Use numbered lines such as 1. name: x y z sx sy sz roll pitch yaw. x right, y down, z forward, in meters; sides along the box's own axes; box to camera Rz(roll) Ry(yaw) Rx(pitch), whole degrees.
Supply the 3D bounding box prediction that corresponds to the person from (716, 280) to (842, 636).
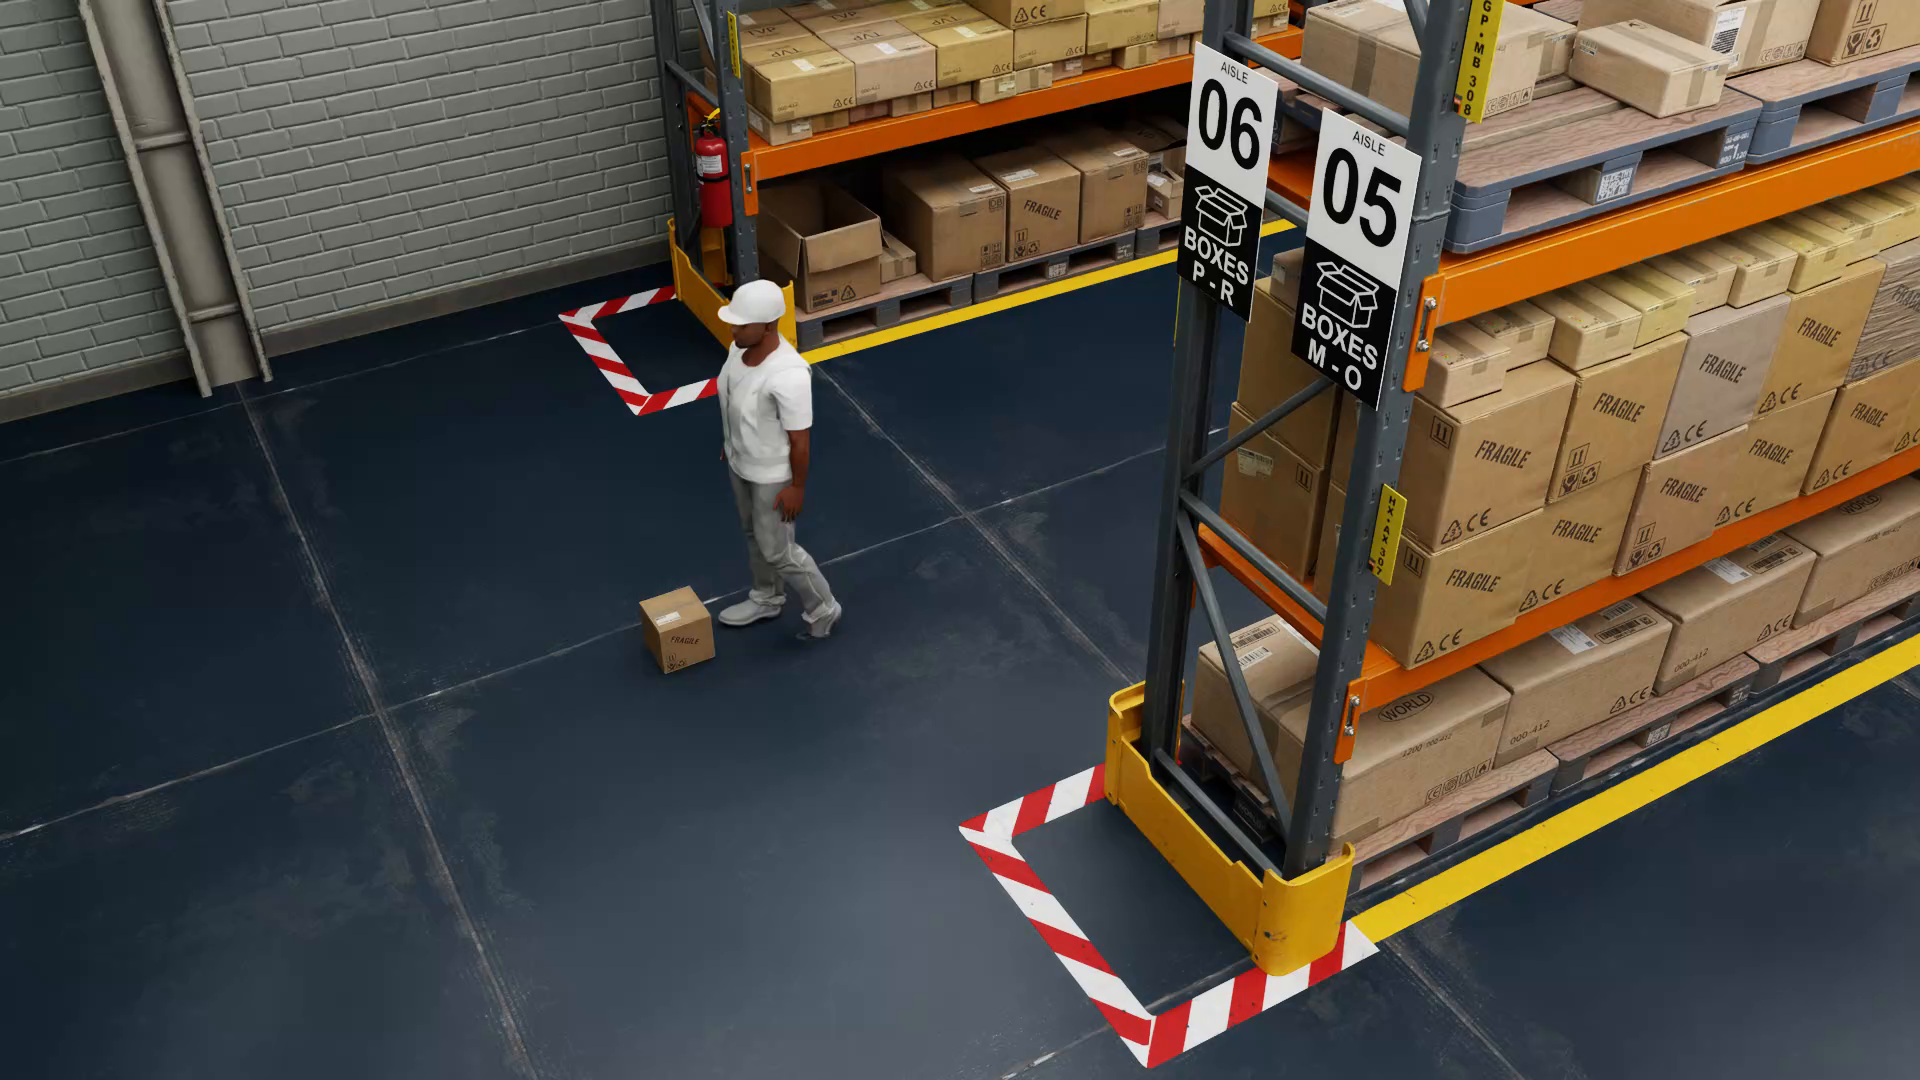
1. person: -0.878 -0.314 7.386 0.513 1.835 0.585 -19 41 -24
